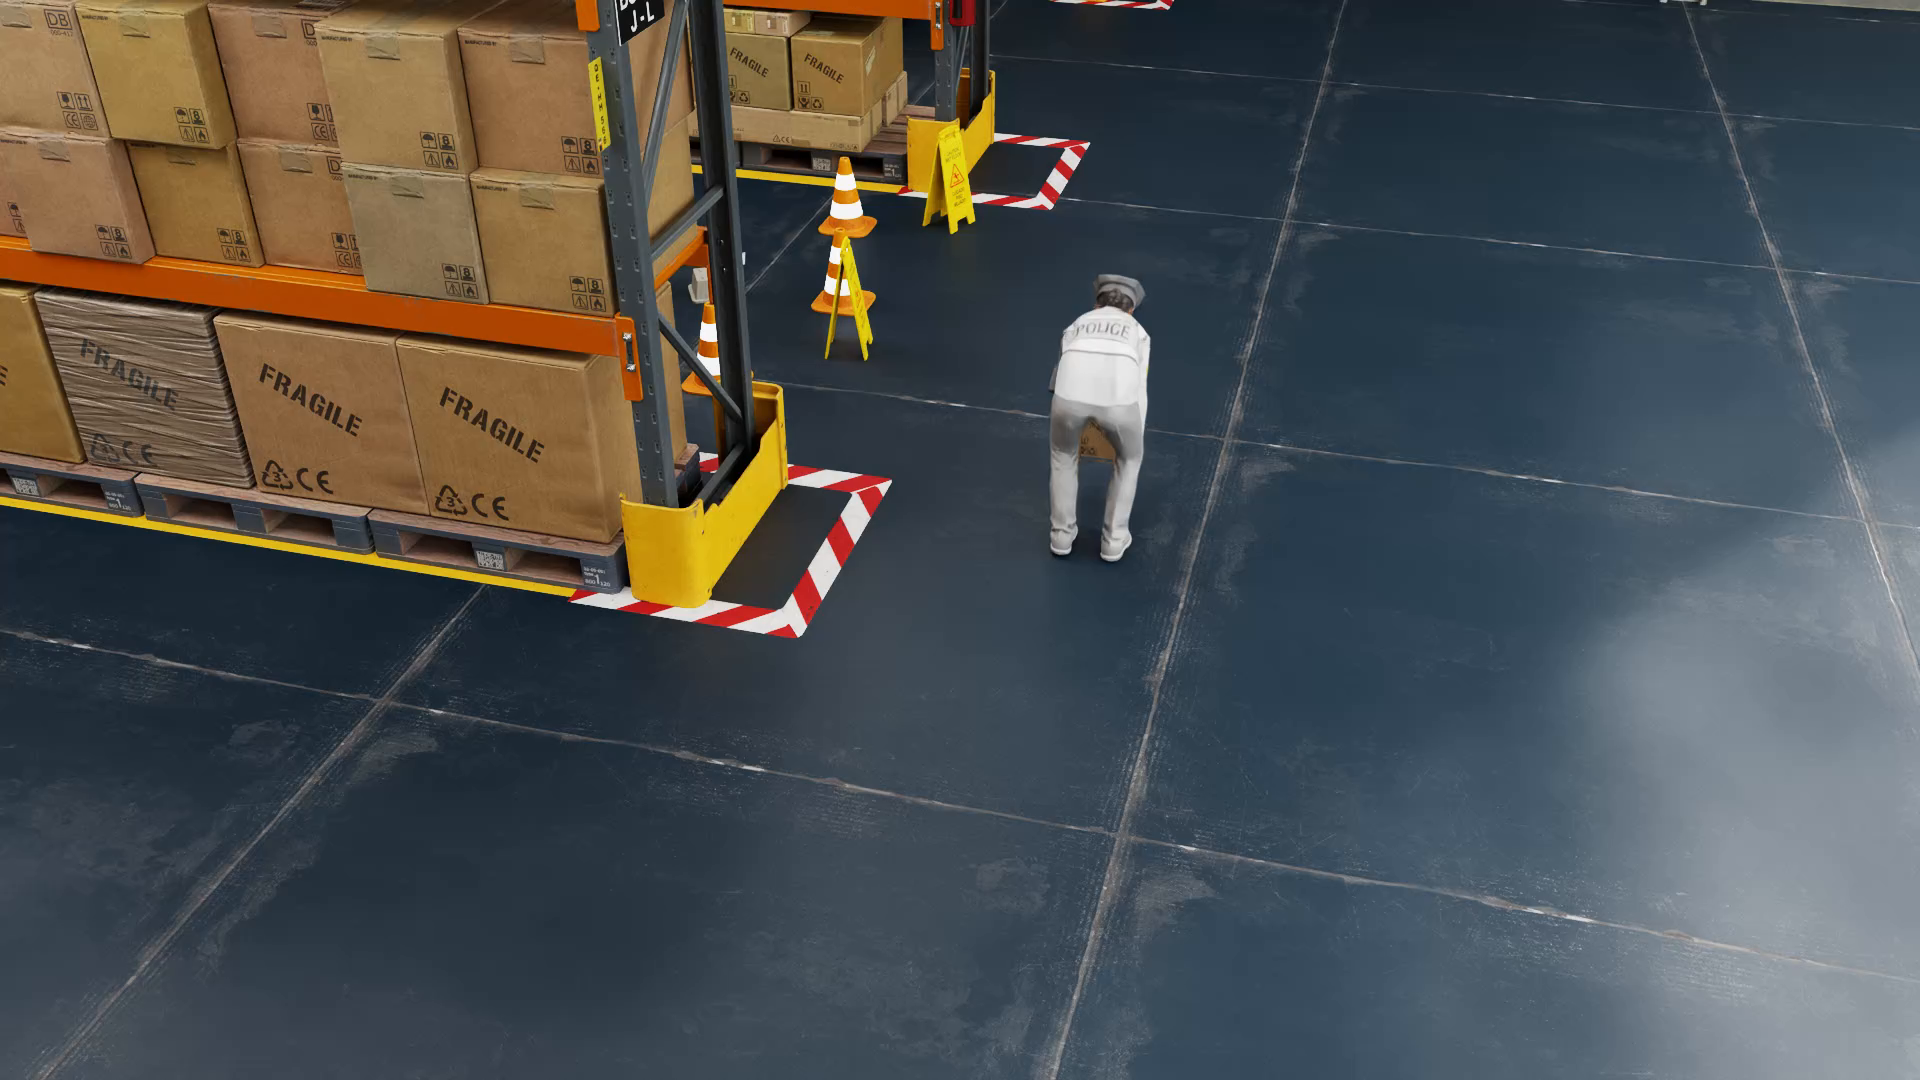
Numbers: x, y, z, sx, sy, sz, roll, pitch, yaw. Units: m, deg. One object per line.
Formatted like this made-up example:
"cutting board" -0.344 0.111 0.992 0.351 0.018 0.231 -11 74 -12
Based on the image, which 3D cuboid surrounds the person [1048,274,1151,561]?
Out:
"person" 0.644 -0.556 7.509 0.417 1.108 0.926 7 34 11
